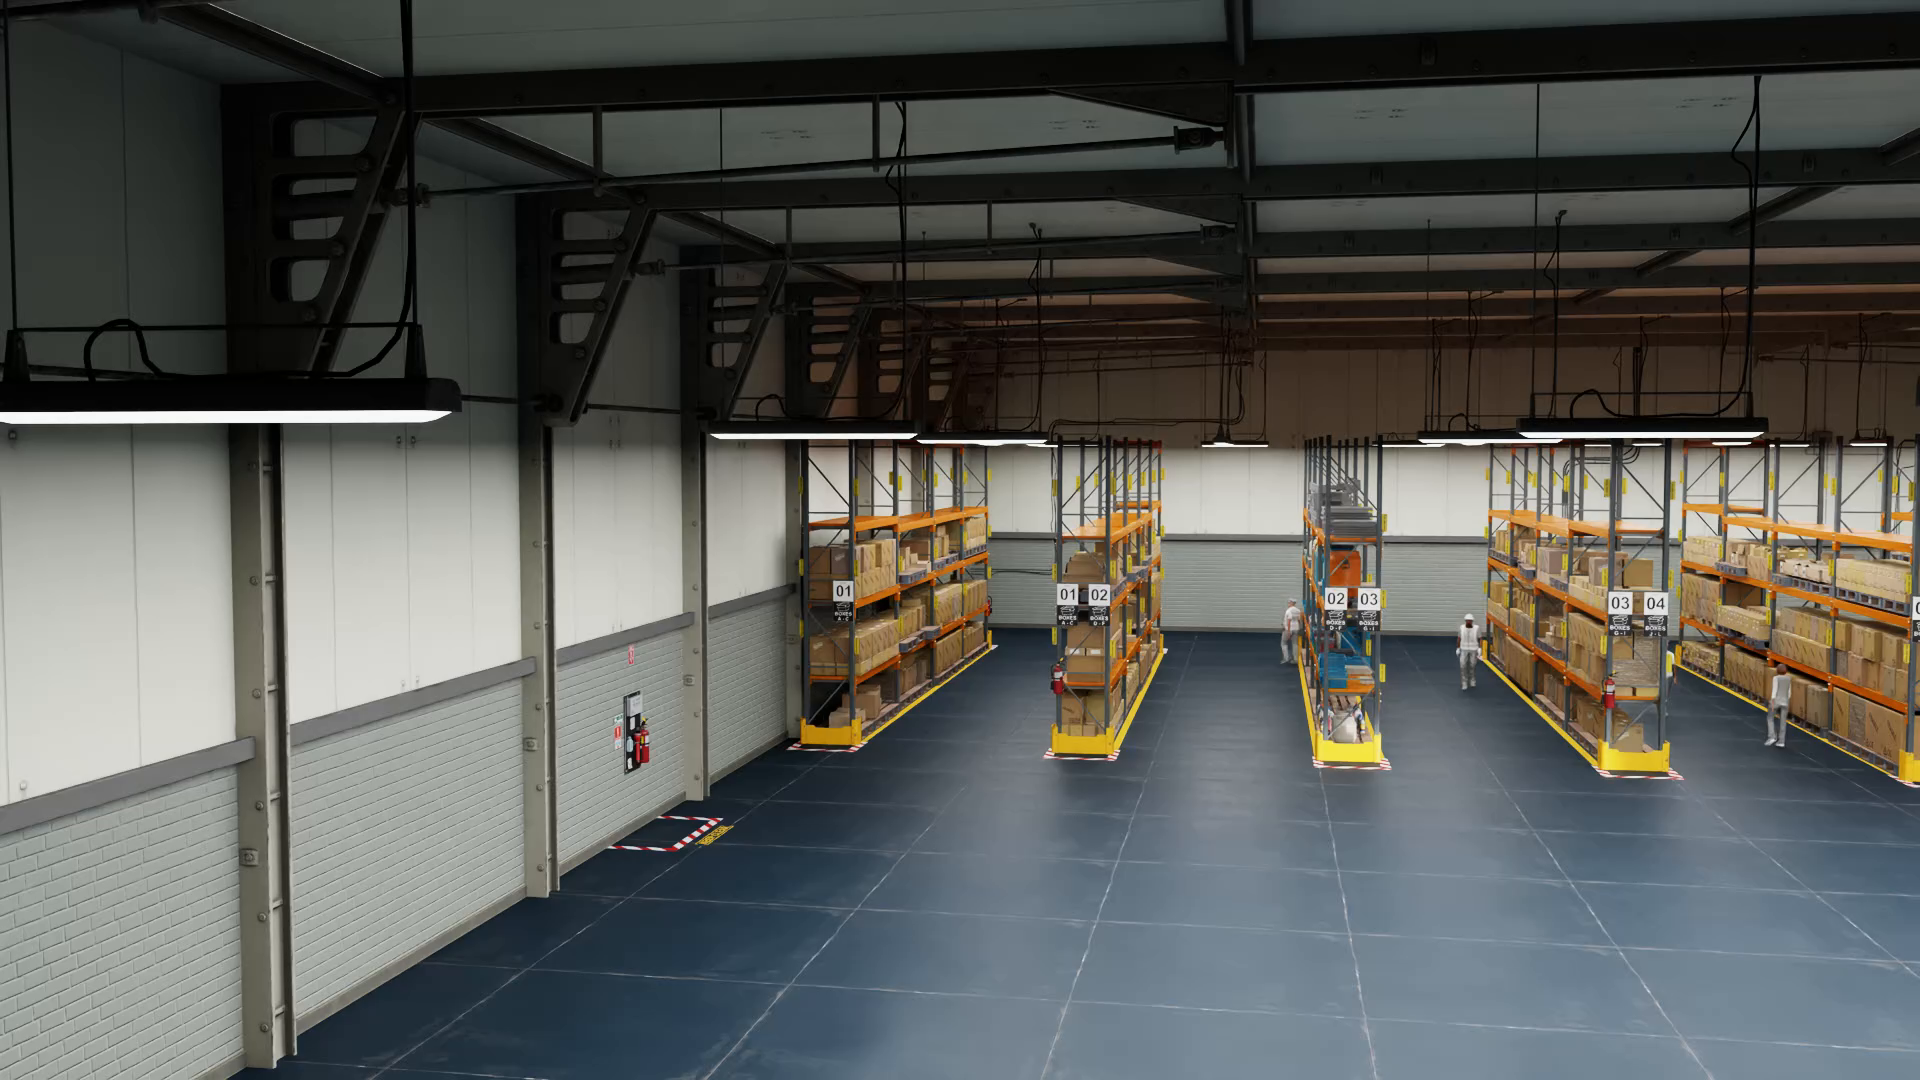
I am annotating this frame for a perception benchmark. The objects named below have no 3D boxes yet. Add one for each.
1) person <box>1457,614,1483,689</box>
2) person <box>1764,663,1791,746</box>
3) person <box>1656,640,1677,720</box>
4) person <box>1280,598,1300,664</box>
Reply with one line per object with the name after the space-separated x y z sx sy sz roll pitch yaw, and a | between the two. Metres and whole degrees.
12.258 2.689 40.011 0.610 1.839 0.533 1 3 24 | person
15.788 3.194 32.046 0.463 1.623 0.469 1 3 15 | person
15.057 2.971 35.588 0.507 1.694 0.649 1 3 12 | person
8.910 2.459 44.519 0.539 1.818 0.559 -1 3 -16 | person
